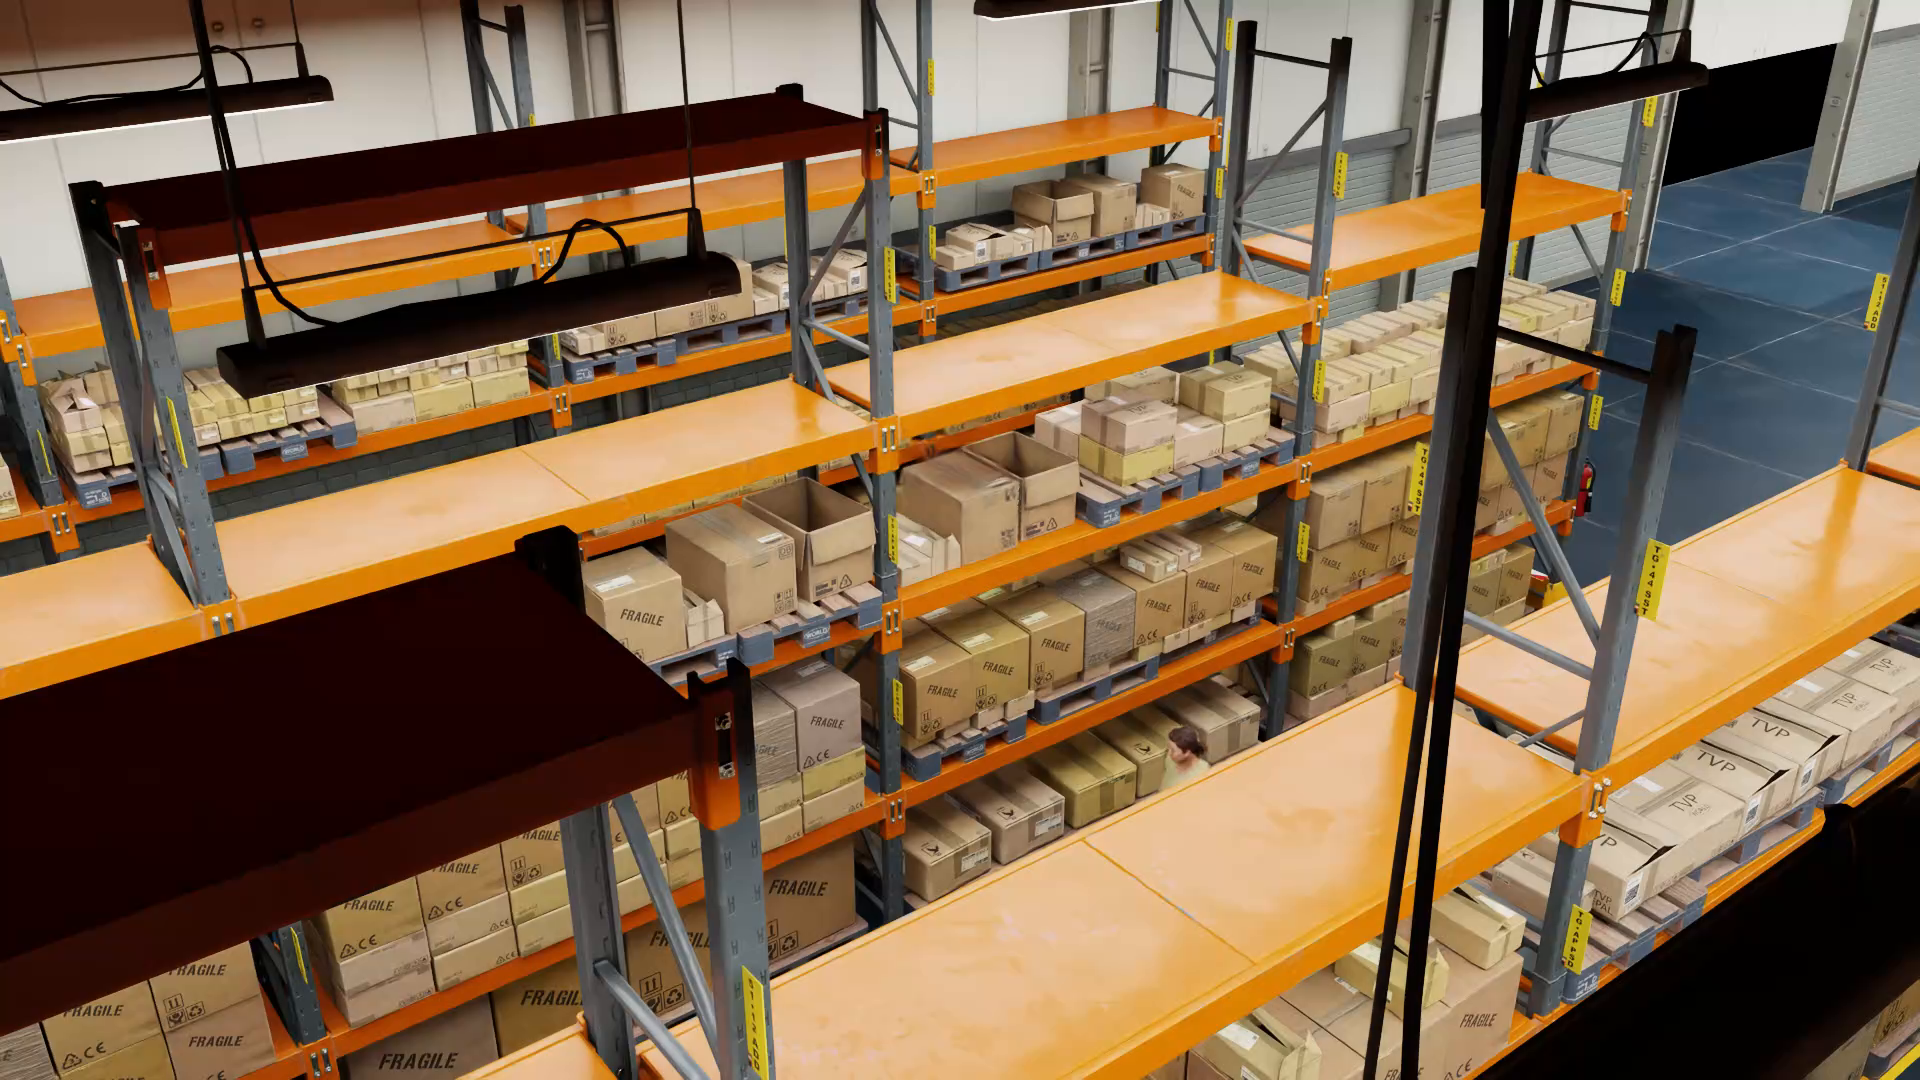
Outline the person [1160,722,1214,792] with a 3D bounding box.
[{"bbox_3d":[1.568,1.992,11.769,0.558,1.564,0.512,-22,33,-37],"label":"person"}]
